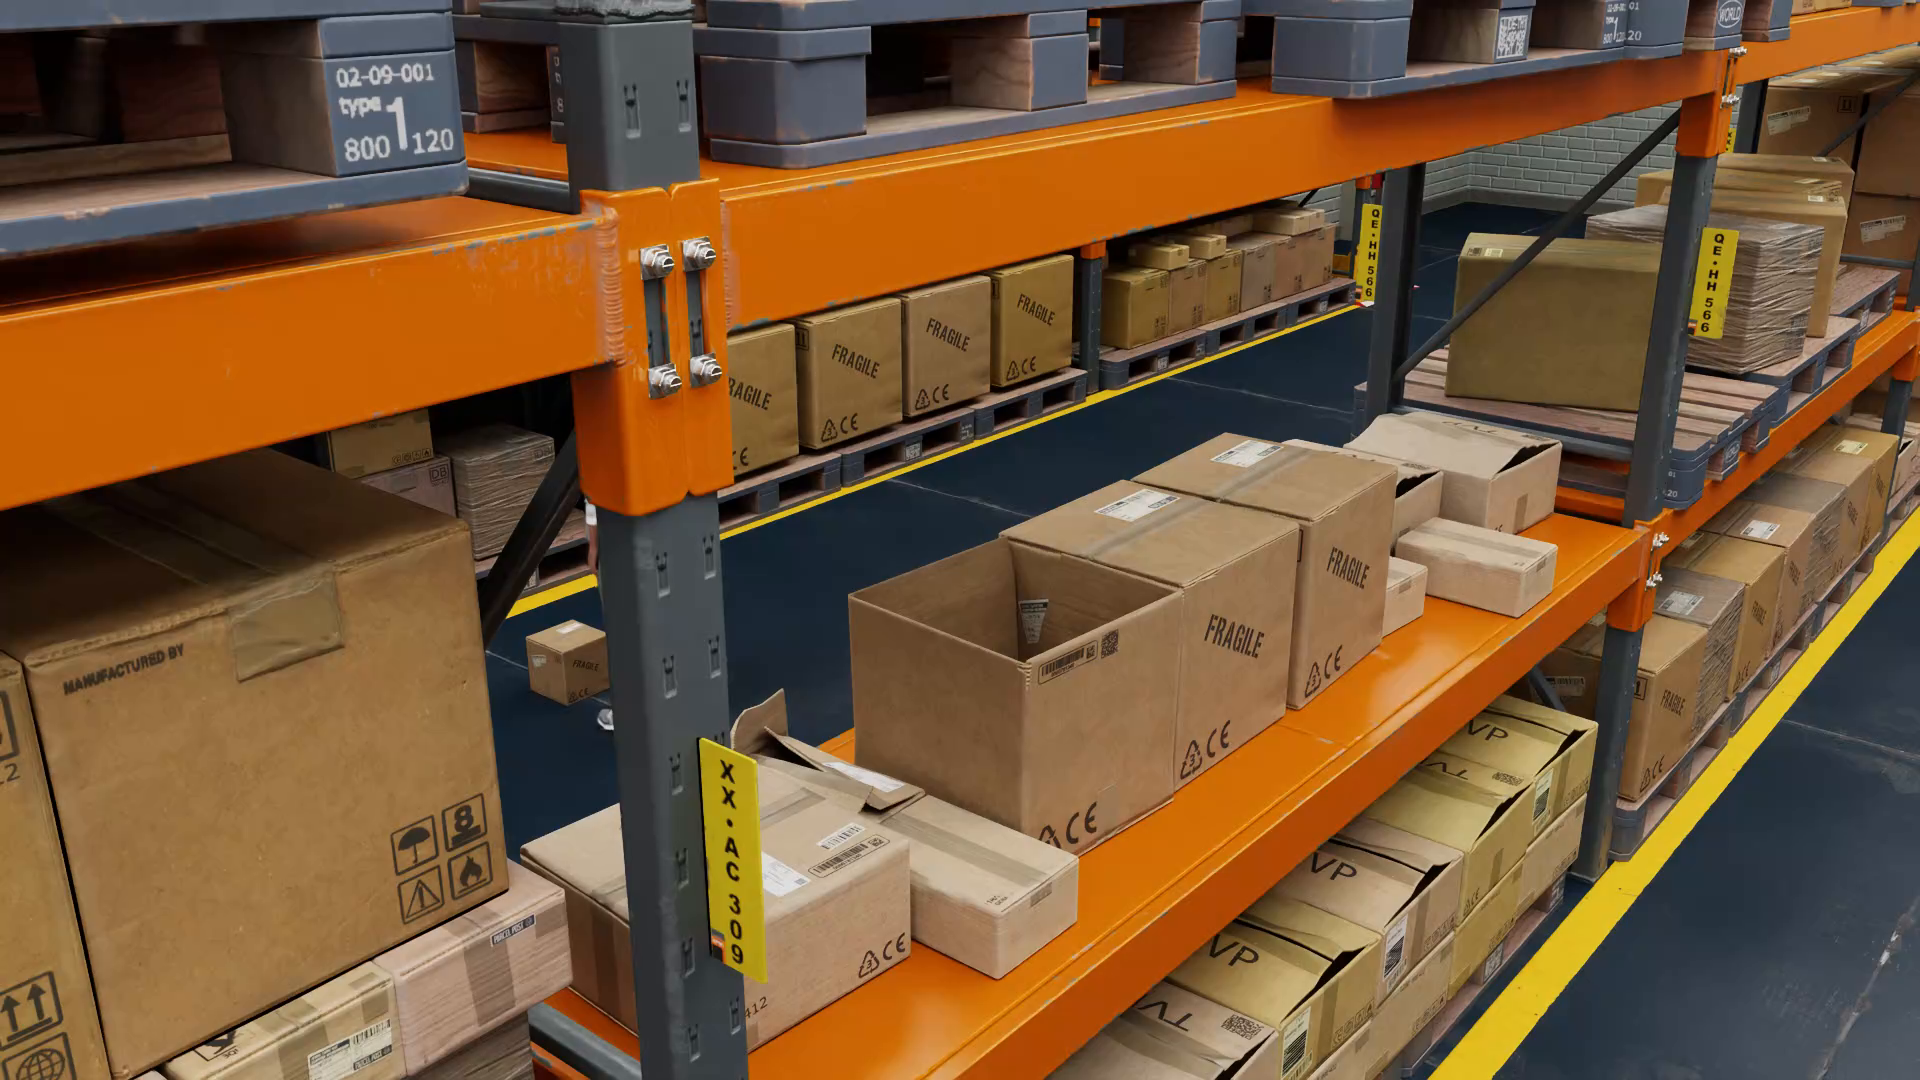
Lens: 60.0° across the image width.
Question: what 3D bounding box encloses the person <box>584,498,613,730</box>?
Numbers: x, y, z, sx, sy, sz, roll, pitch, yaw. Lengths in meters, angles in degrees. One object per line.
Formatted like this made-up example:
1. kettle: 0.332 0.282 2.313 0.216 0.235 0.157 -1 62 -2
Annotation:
1. person: -1.306 -0.003 6.582 0.305 1.607 0.406 16 26 37
